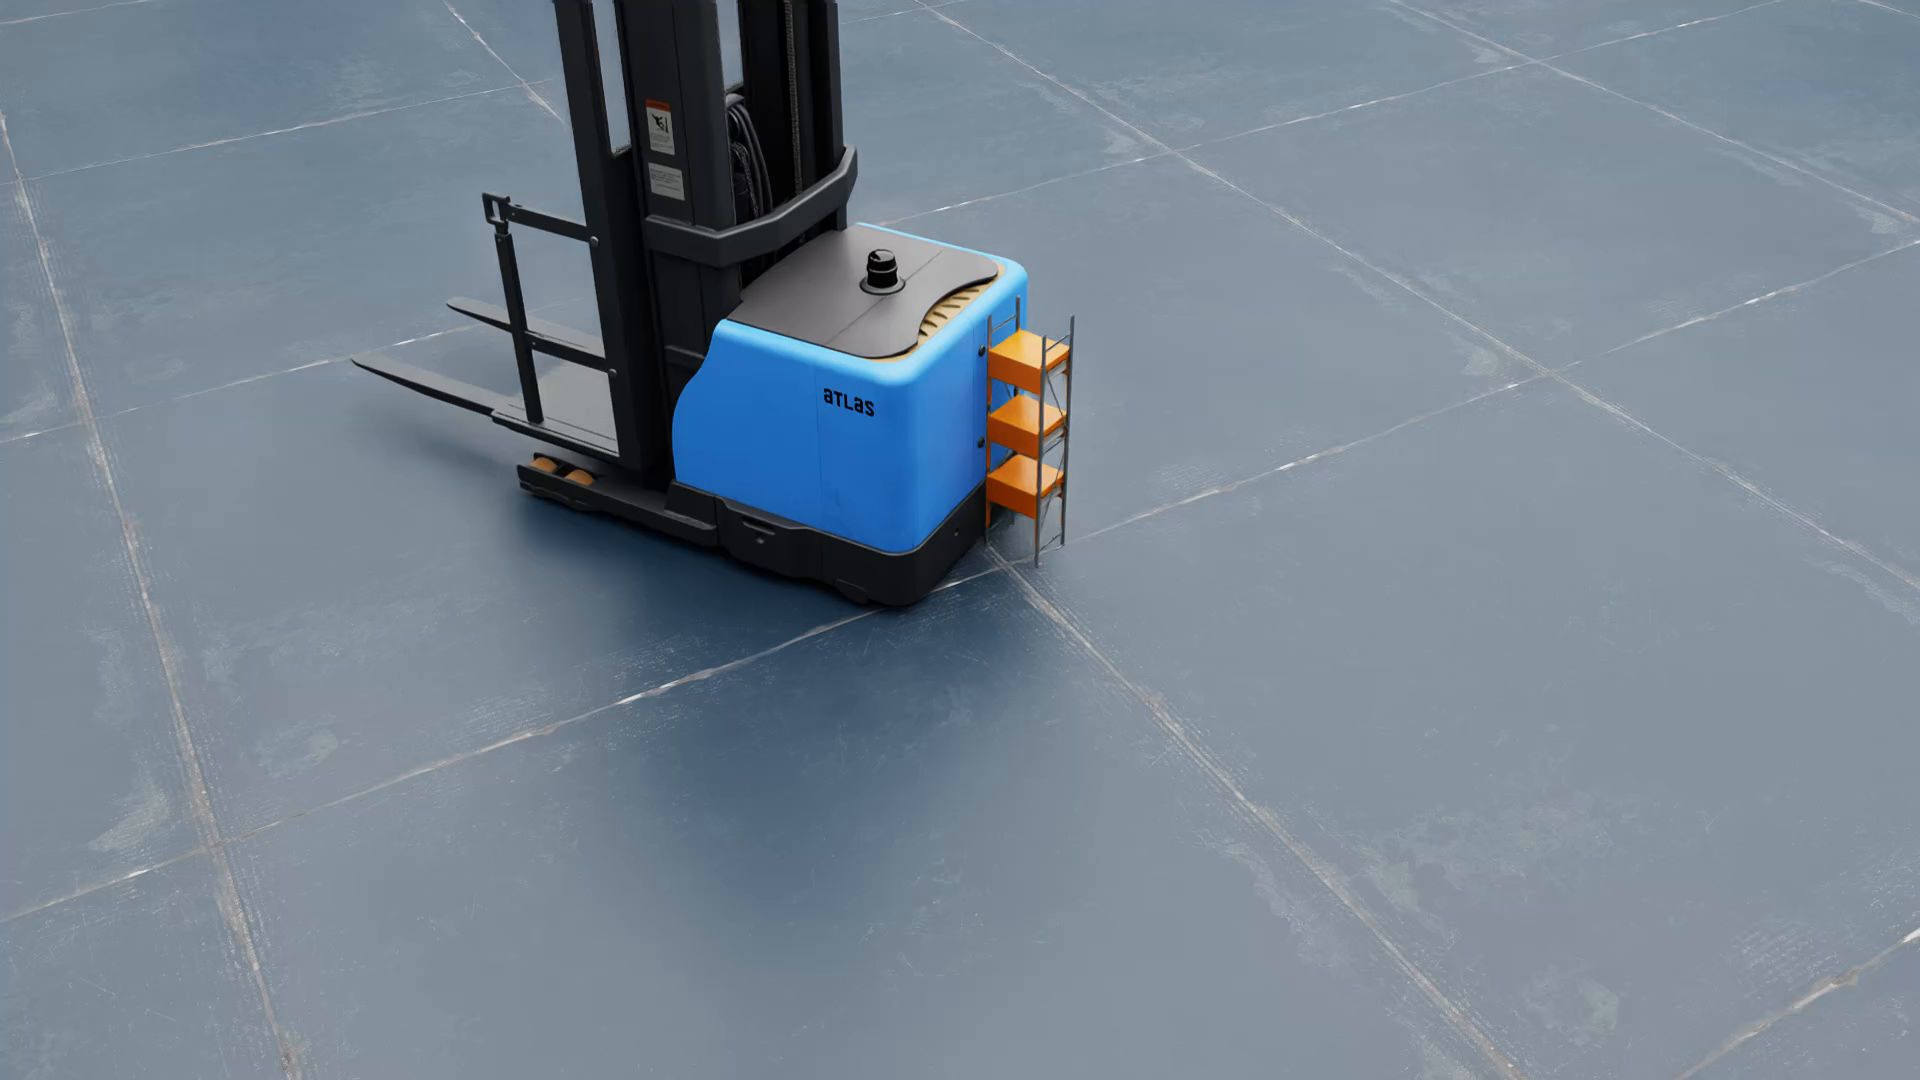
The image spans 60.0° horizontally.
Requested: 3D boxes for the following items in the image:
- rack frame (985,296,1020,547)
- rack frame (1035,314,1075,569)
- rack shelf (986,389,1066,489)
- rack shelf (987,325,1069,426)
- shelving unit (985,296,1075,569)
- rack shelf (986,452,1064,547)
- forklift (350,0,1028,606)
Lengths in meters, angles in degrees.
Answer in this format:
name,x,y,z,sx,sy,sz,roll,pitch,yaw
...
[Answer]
name,x,y,z,sx,sy,sz,roll,pitch,yaw
rack frame,0.163,-0.443,6.466,0.008,1.050,0.200,24,42,29
rack frame,0.358,-0.356,6.348,0.008,1.050,0.200,24,42,29
rack shelf,0.261,-0.391,6.413,0.240,0.259,0.215,24,42,29
rack shelf,0.261,-0.620,6.246,0.240,0.259,0.215,24,42,29
shelving unit,0.261,-0.399,6.407,0.252,1.050,0.215,24,42,29
rack shelf,0.261,-0.166,6.577,0.240,0.259,0.215,24,42,29
forklift,-1.264,-1.558,6.398,3.031,2.935,1.130,18,40,23
